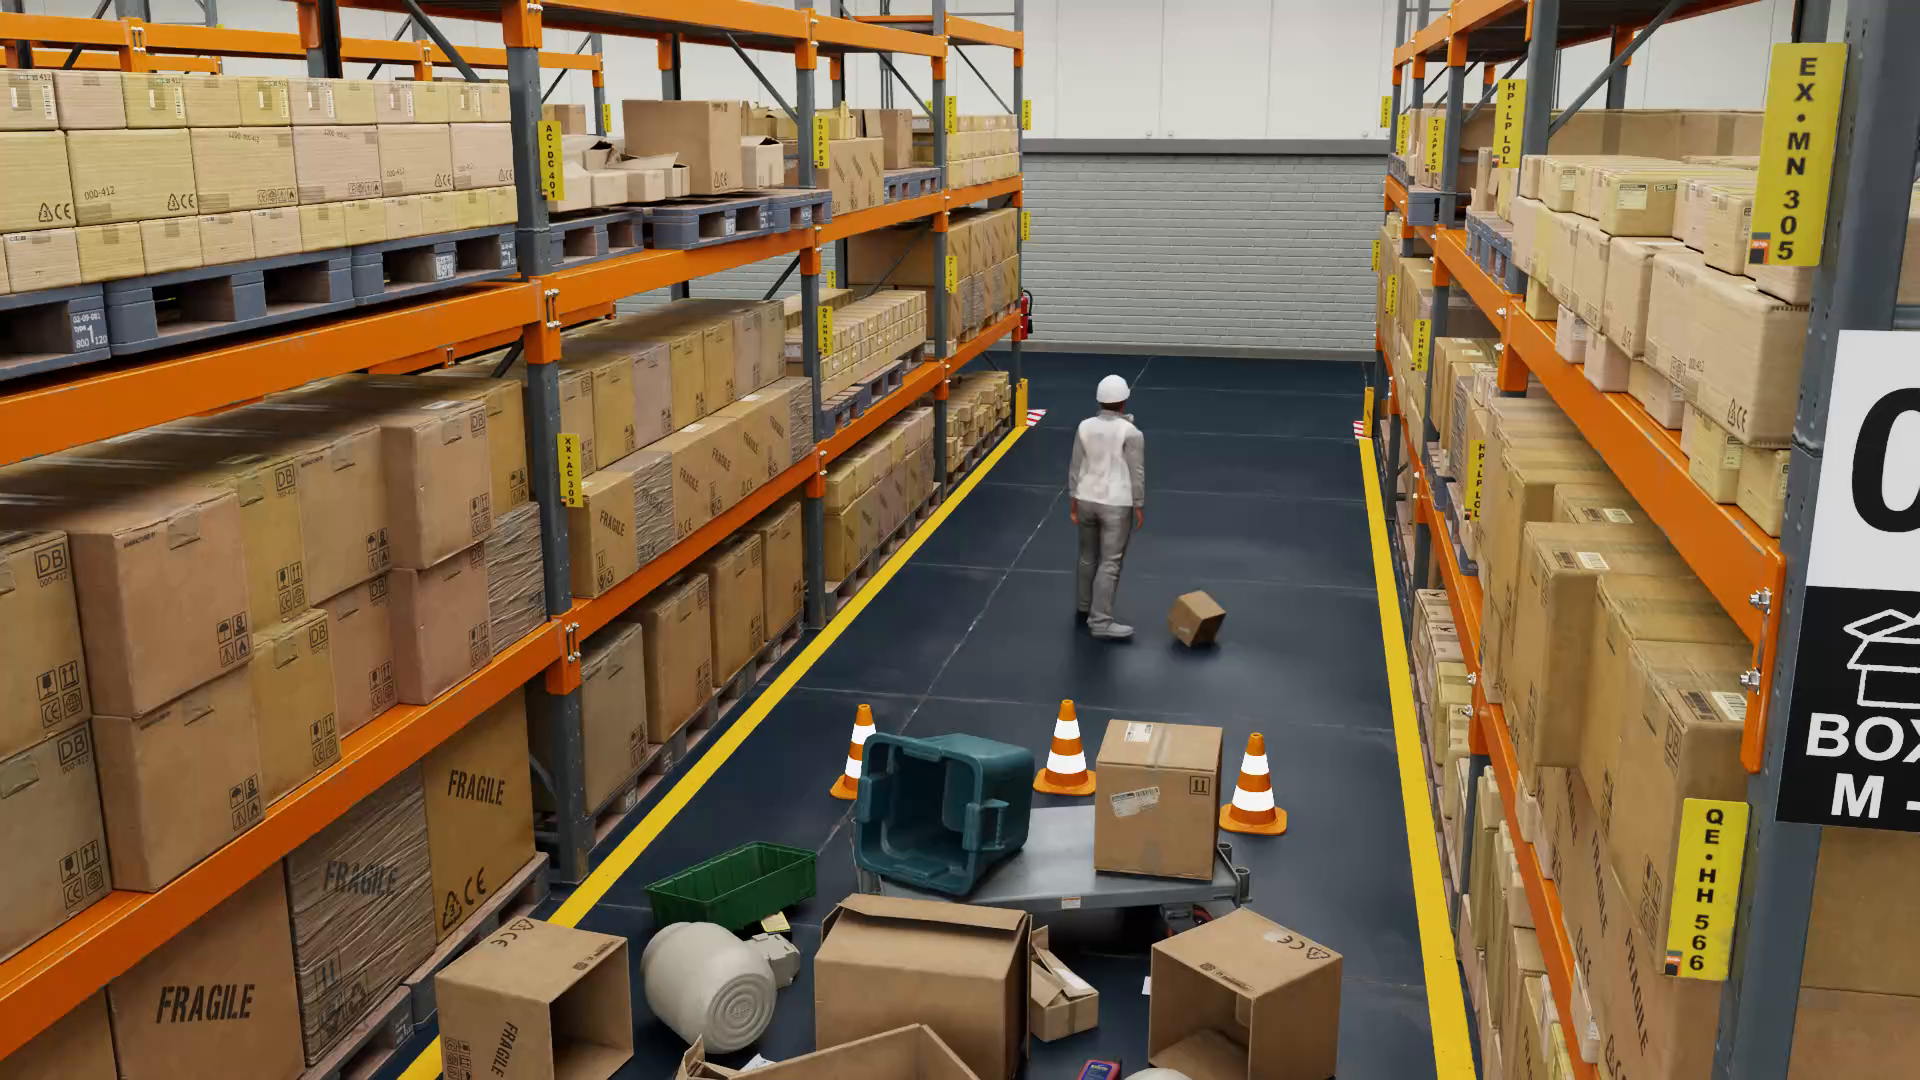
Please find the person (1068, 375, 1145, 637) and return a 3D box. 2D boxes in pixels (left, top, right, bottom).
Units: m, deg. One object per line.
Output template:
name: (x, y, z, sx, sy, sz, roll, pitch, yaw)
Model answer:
person: (0.993, -0.274, 11.456, 0.711, 1.752, 0.709, 11, 18, 36)
